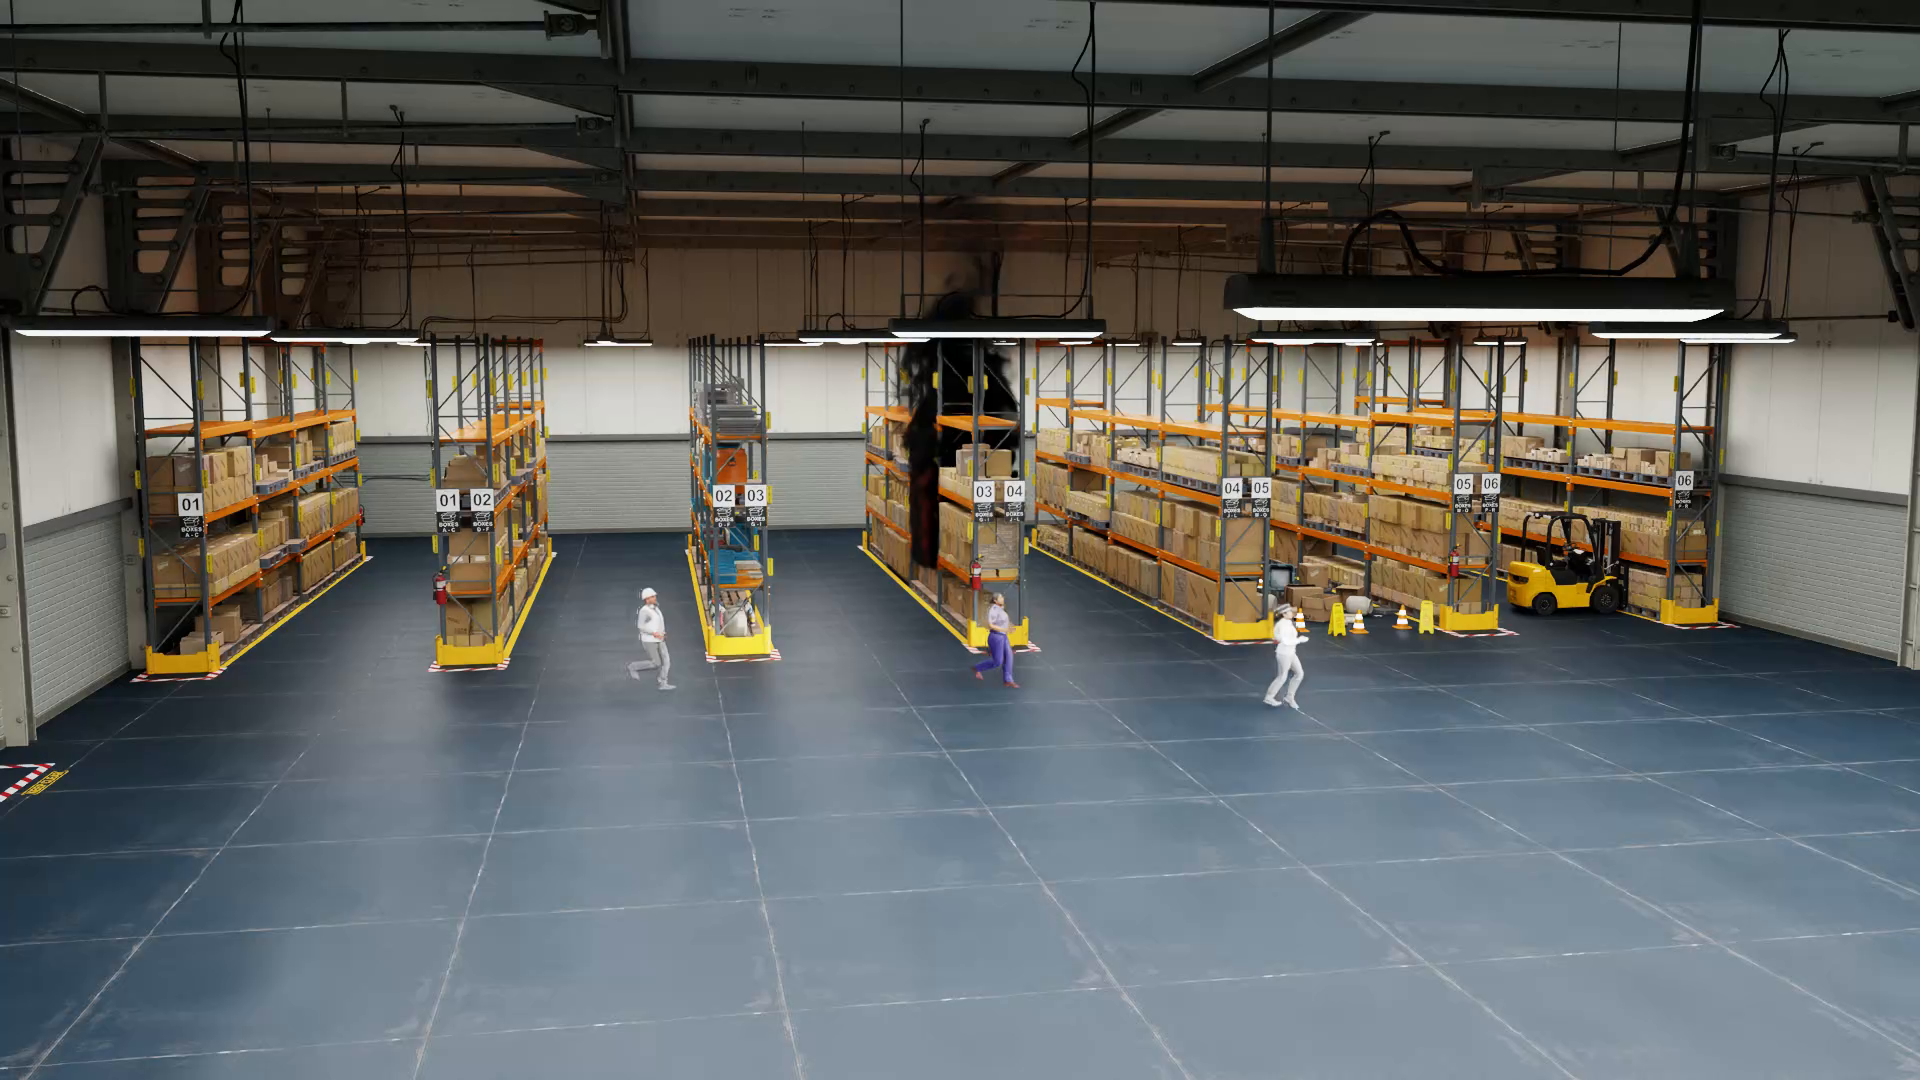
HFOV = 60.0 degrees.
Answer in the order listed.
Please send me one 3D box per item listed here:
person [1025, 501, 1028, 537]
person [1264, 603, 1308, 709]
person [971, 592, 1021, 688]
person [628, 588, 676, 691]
[{"bbox_3d":[1.755,-0.733,49.623,0.571,1.572,0.614,-2,7,-13],"label":"person"},{"bbox_3d":[5.210,1.855,26.506,0.684,1.734,0.592,3,7,21],"label":"person"},{"bbox_3d":[0.616,1.694,28.203,0.849,1.640,0.607,2,7,17],"label":"person"},{"bbox_3d":[-5.173,1.675,27.997,0.814,1.740,0.676,2,7,15],"label":"person"}]
